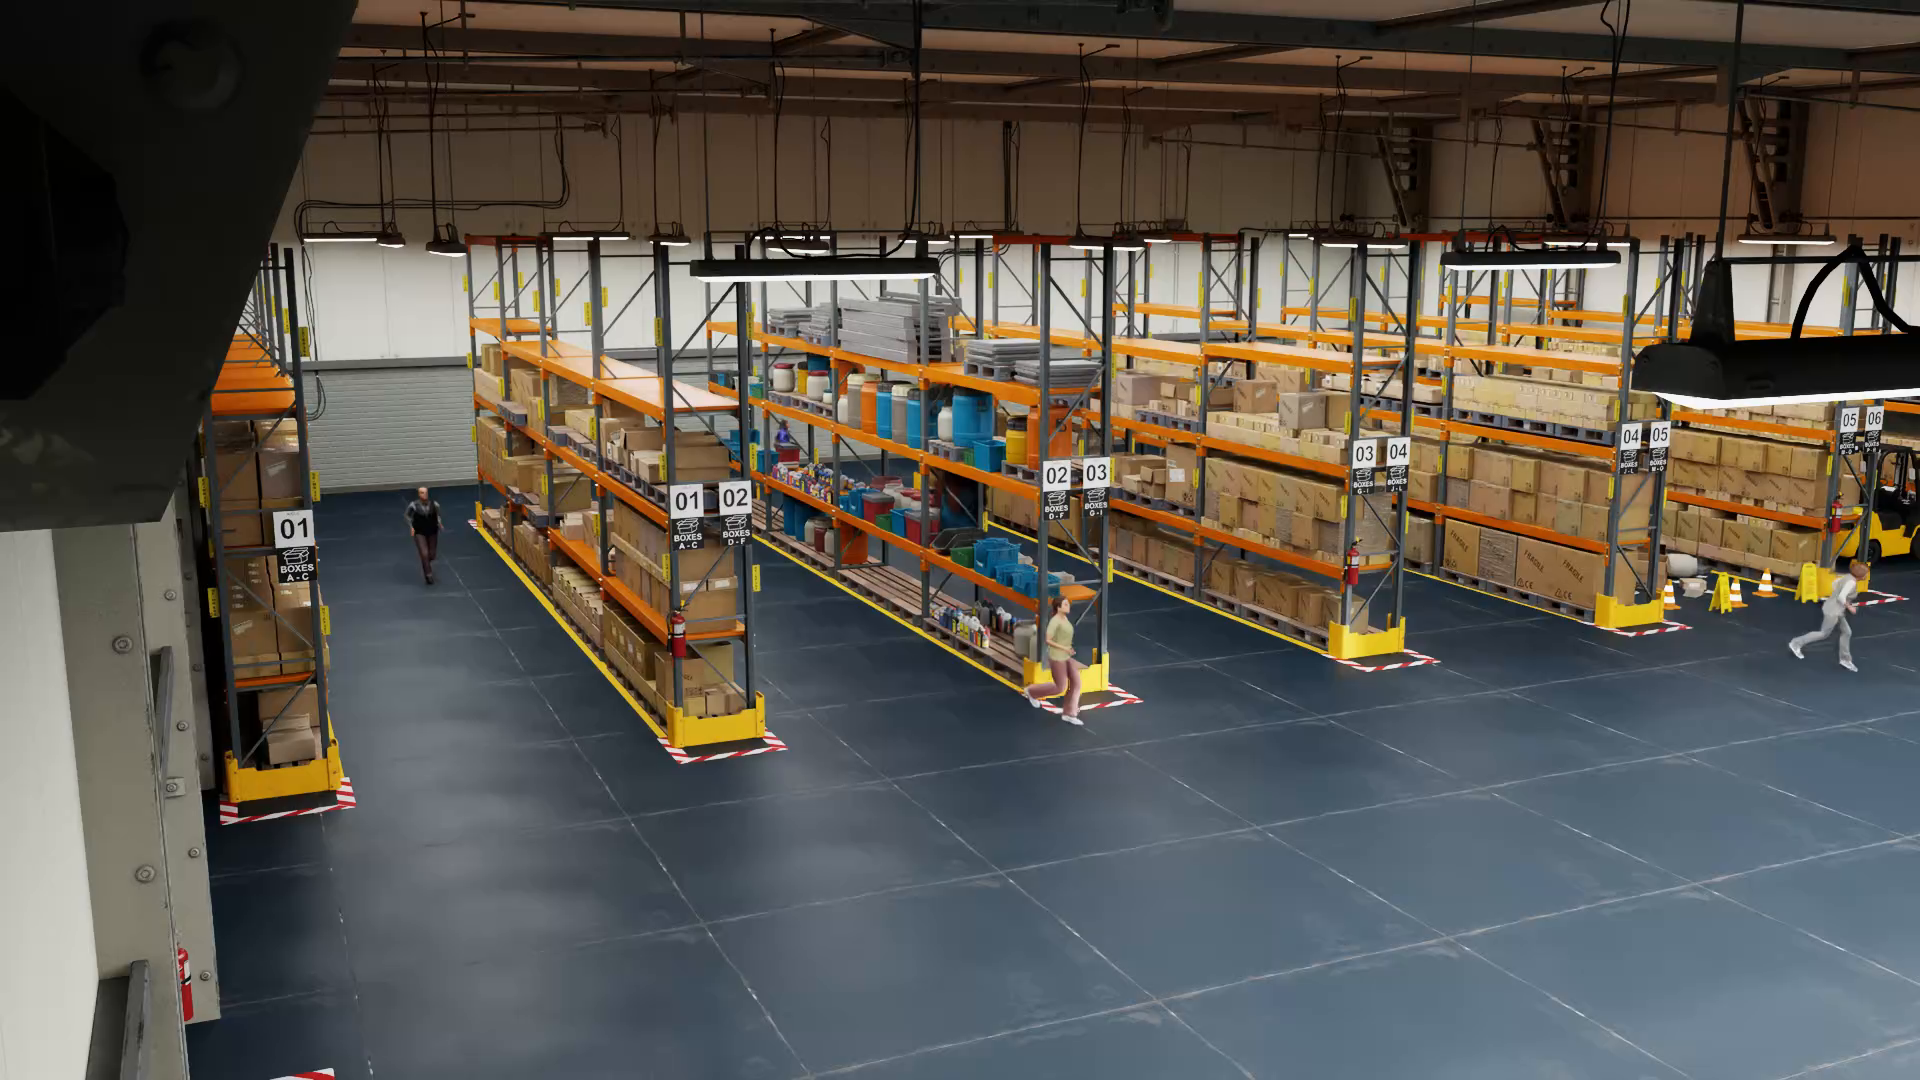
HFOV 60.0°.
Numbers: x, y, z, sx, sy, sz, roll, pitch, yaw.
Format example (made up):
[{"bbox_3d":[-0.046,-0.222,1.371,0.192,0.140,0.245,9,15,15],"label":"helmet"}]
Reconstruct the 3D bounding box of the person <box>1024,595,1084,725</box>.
[{"bbox_3d":[1.220,1.509,21.141,0.797,1.665,0.589,5,12,25],"label":"person"}]

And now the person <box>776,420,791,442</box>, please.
[{"bbox_3d":[-4.106,-2.041,39.392,0.556,1.603,0.590,-1,11,-5],"label":"person"}]

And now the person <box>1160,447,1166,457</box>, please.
[{"bbox_3d":[5.183,-2.466,41.385,0.657,1.673,0.909,-7,13,-34],"label":"person"}]

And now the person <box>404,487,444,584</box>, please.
[{"bbox_3d":[-9.443,-0.111,29.313,0.647,1.696,0.831,-7,13,-30],"label":"person"}]

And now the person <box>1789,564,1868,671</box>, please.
[{"bbox_3d":[12.364,1.072,23.703,0.916,1.547,0.571,4,12,20],"label":"person"}]
